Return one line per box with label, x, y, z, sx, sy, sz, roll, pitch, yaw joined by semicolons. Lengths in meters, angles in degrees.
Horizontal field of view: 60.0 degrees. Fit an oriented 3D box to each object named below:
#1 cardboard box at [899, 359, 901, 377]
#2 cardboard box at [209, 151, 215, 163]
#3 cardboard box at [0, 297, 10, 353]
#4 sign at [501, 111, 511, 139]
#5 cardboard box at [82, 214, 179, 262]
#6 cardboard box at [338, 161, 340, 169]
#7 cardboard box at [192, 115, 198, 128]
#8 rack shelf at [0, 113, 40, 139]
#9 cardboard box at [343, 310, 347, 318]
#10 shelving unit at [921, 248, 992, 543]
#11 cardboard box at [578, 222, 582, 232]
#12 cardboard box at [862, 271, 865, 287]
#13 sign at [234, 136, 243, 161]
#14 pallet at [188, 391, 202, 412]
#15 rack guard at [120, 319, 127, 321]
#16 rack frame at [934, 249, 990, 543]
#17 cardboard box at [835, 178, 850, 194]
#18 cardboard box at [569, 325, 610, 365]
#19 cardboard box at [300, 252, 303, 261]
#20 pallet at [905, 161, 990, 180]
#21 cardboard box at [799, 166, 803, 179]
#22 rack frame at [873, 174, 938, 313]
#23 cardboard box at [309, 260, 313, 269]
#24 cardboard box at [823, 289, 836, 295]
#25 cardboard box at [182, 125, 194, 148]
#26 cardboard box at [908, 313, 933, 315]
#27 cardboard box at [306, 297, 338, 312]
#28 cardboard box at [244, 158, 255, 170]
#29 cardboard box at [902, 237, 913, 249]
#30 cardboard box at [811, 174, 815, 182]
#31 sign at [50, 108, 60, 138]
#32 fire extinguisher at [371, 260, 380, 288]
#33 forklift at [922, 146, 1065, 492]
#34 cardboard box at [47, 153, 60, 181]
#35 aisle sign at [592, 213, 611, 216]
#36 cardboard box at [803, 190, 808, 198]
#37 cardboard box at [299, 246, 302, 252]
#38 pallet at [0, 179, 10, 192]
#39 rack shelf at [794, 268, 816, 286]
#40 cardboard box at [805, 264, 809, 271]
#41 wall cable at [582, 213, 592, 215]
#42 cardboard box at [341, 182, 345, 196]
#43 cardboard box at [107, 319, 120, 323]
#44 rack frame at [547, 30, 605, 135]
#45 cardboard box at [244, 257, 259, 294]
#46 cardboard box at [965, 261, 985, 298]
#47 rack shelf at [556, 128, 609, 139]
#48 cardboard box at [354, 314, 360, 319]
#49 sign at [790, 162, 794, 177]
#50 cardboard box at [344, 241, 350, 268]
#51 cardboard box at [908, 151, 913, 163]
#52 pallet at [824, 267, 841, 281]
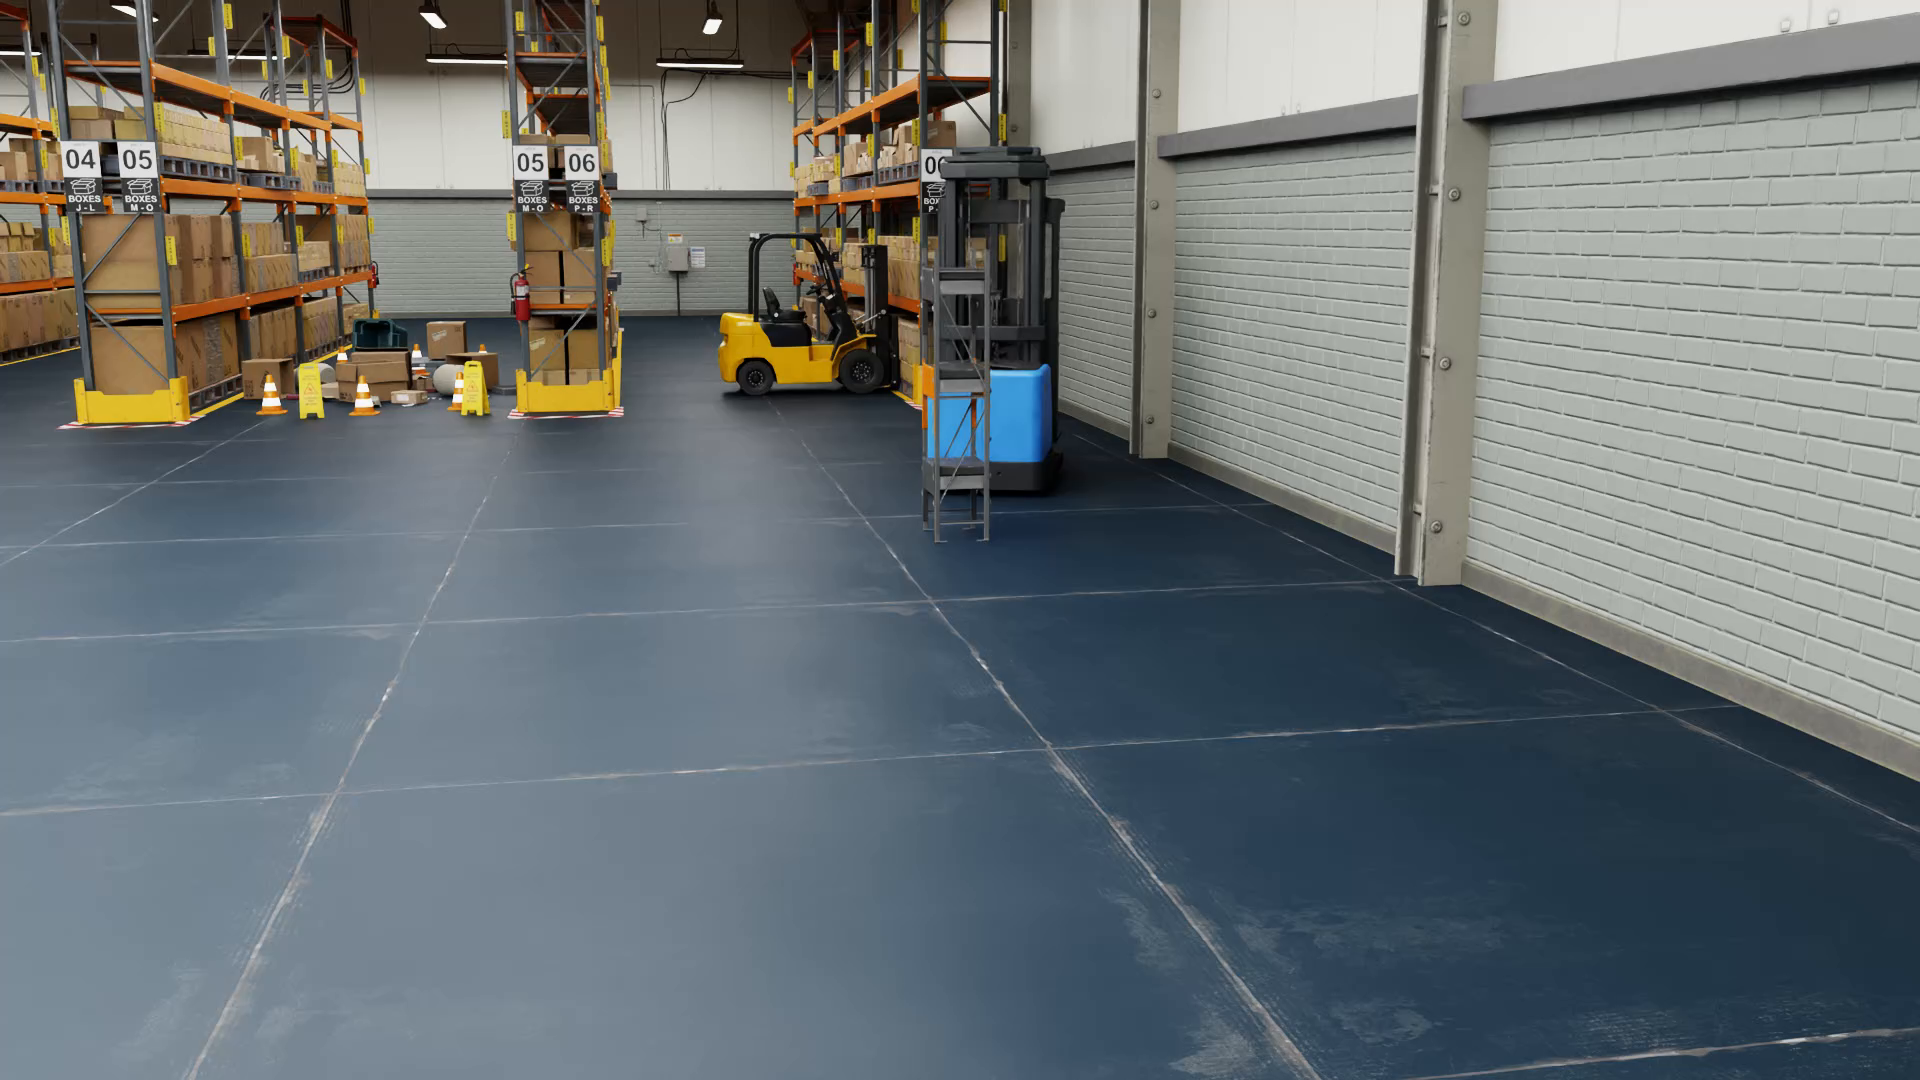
cardboard box;-0.591;-2.376;22.887;0.500;0.250;0.500;-2;11;-10
cardboard box;-9.914;-4.980;21.597;0.380;0.149;0.250;-2;11;-10
cardboard box;-16.273;-3.477;27.003;1.225;0.875;0.875;-3;11;-14
sign;-5.431;-4.973;19.910;0.100;0.325;0.005;-2;11;-11
cardboard box;-9.752;-3.556;19.567;0.875;0.550;0.550;-2;11;-11
cardboard box;-12.002;-7.131;31.615;0.380;0.149;0.250;-2;11;-13
cardboard box;-9.767;-5.232;20.790;0.380;0.149;0.250;-2;11;-10
rack shelf;-16.548;-6.952;27.646;1.077;0.370;4.000;-2;11;-11
cardboard box;-11.911;-4.304;31.700;0.380;0.149;0.250;-2;11;-8
shelving unit;-0.032;-1.062;12.160;0.431;2.100;0.503;-2;11;-11
cardboard box;-5.717;-4.829;25.625;0.380;0.149;0.250;-1;11;-8
cardboard box;-1.250;-4.097;26.099;0.500;0.250;0.500;-2;11;-11
sign;-9.952;-5.403;22.942;0.100;0.325;0.005;-2;11;-11
pallet;-9.951;-1.656;20.333;1.003;0.211;1.213;-2;11;-11
rack guard;-17.720;-4.431;34.141;1.175;0.500;0.348;-2;11;-11
rack frame;0.015;-1.017;11.925;0.400;2.100;0.015;-2;11;-11
cardboard box;-1.908;-6.214;29.202;0.500;0.250;0.500;-2;11;-13
cardboard box;-4.879;-2.563;21.863;0.500;0.500;0.500;-3;11;-13
cardboard box;-11.281;-4.773;28.003;0.380;0.149;0.250;-2;11;-13
pallet;-0.126;-4.823;21.726;1.003;0.211;1.213;-2;11;-11
cardboard box;-3.095;-7.712;34.938;0.500;0.250;0.500;-2;11;-12
rack frame;-0.792;-3.995;25.166;1.000;3.000;0.127;-2;11;-11
cardboard box;-11.423;-4.765;28.757;0.380;0.149;0.250;-2;11;-10
cardboard box;-2.480;-4.833;32.596;0.380;0.149;0.250;-2;11;-12
cardboard box;-9.759;-4.967;20.463;0.500;0.250;0.500;-2;11;-11
cardboard box;-0.507;-3.259;24.853;0.500;0.250;0.500;-2;11;-10
cardboard box;-11.659;-4.302;30.335;0.500;0.250;0.500;-2;11;-13
cardboard box;-10.514;-5.488;24.265;0.380;0.149;0.250;-2;11;-11
cardboard box;-0.582;-4.017;22.481;0.380;0.149;0.250;-2;11;-10
cardboard box;-2.664;-6.950;31.949;0.380;0.149;0.250;-2;11;-10
sign;-10.253;-4.735;18.870;0.100;0.325;0.005;-2;11;-11
fire extinguisher;-12.427;-5.658;35.107;0.296;0.674;0.183;-2;11;-11
forklift;0.379;-2.074;15.255;1.130;2.935;3.031;1;11;7
cardboard box;-17.249;-6.939;30.953;0.700;0.500;0.500;-2;11;-8
aisle sign;-7.704;-7.317;35.663;0.394;0.787;0.004;-2;11;-11
cardboard box;-3.036;-7.149;34.386;0.380;0.149;0.250;-2;11;-10
cardboard box;-11.272;-4.911;27.932;0.380;0.149;0.250;-2;11;-11
pallet;-16.557;-5.889;27.600;1.003;0.211;1.213;-2;11;-8
rack shelf;-2.737;-5.476;34.869;1.077;0.370;4.000;-2;11;-11
cardboard box;-3.058;-5.717;34.883;0.380;0.149;0.250;-2;11;-10
wall cable;-9.114;-7.563;41.108;0.585;1.953;0.123;-2;11;-11
cardboard box;-11.990;-6.669;31.591;0.500;0.250;0.500;-2;11;-12
cardboard box;-17.512;-4.703;33.442;0.875;0.875;0.875;-2;11;-11
rack frame;-7.216;-8.229;31.362;1.000;3.000;0.127;-2;11;-11
cardboard box;-10.335;-3.771;23.720;0.500;0.500;0.500;-2;11;-10
cardboard box;0.162;-3.412;21.833;0.500;0.500;0.500;-2;11;-9
rack shelf;-7.605;-8.046;33.394;1.077;0.370;4.000;-2;11;-11
cardboard box;-12.119;-4.395;32.972;0.380;0.149;0.250;-2;11;-10
sign;-3.658;-8.080;36.263;0.100;0.325;0.005;-2;11;-11
cardboard box;-12.005;-5.469;31.843;0.500;0.500;0.500;-2;11;-11
cardboard box;-0.473;-5.008;21.746;0.380;0.149;0.250;-2;11;-13
pallet;-1.771;-4.757;29.678;1.213;0.211;1.003;-2;11;-11
